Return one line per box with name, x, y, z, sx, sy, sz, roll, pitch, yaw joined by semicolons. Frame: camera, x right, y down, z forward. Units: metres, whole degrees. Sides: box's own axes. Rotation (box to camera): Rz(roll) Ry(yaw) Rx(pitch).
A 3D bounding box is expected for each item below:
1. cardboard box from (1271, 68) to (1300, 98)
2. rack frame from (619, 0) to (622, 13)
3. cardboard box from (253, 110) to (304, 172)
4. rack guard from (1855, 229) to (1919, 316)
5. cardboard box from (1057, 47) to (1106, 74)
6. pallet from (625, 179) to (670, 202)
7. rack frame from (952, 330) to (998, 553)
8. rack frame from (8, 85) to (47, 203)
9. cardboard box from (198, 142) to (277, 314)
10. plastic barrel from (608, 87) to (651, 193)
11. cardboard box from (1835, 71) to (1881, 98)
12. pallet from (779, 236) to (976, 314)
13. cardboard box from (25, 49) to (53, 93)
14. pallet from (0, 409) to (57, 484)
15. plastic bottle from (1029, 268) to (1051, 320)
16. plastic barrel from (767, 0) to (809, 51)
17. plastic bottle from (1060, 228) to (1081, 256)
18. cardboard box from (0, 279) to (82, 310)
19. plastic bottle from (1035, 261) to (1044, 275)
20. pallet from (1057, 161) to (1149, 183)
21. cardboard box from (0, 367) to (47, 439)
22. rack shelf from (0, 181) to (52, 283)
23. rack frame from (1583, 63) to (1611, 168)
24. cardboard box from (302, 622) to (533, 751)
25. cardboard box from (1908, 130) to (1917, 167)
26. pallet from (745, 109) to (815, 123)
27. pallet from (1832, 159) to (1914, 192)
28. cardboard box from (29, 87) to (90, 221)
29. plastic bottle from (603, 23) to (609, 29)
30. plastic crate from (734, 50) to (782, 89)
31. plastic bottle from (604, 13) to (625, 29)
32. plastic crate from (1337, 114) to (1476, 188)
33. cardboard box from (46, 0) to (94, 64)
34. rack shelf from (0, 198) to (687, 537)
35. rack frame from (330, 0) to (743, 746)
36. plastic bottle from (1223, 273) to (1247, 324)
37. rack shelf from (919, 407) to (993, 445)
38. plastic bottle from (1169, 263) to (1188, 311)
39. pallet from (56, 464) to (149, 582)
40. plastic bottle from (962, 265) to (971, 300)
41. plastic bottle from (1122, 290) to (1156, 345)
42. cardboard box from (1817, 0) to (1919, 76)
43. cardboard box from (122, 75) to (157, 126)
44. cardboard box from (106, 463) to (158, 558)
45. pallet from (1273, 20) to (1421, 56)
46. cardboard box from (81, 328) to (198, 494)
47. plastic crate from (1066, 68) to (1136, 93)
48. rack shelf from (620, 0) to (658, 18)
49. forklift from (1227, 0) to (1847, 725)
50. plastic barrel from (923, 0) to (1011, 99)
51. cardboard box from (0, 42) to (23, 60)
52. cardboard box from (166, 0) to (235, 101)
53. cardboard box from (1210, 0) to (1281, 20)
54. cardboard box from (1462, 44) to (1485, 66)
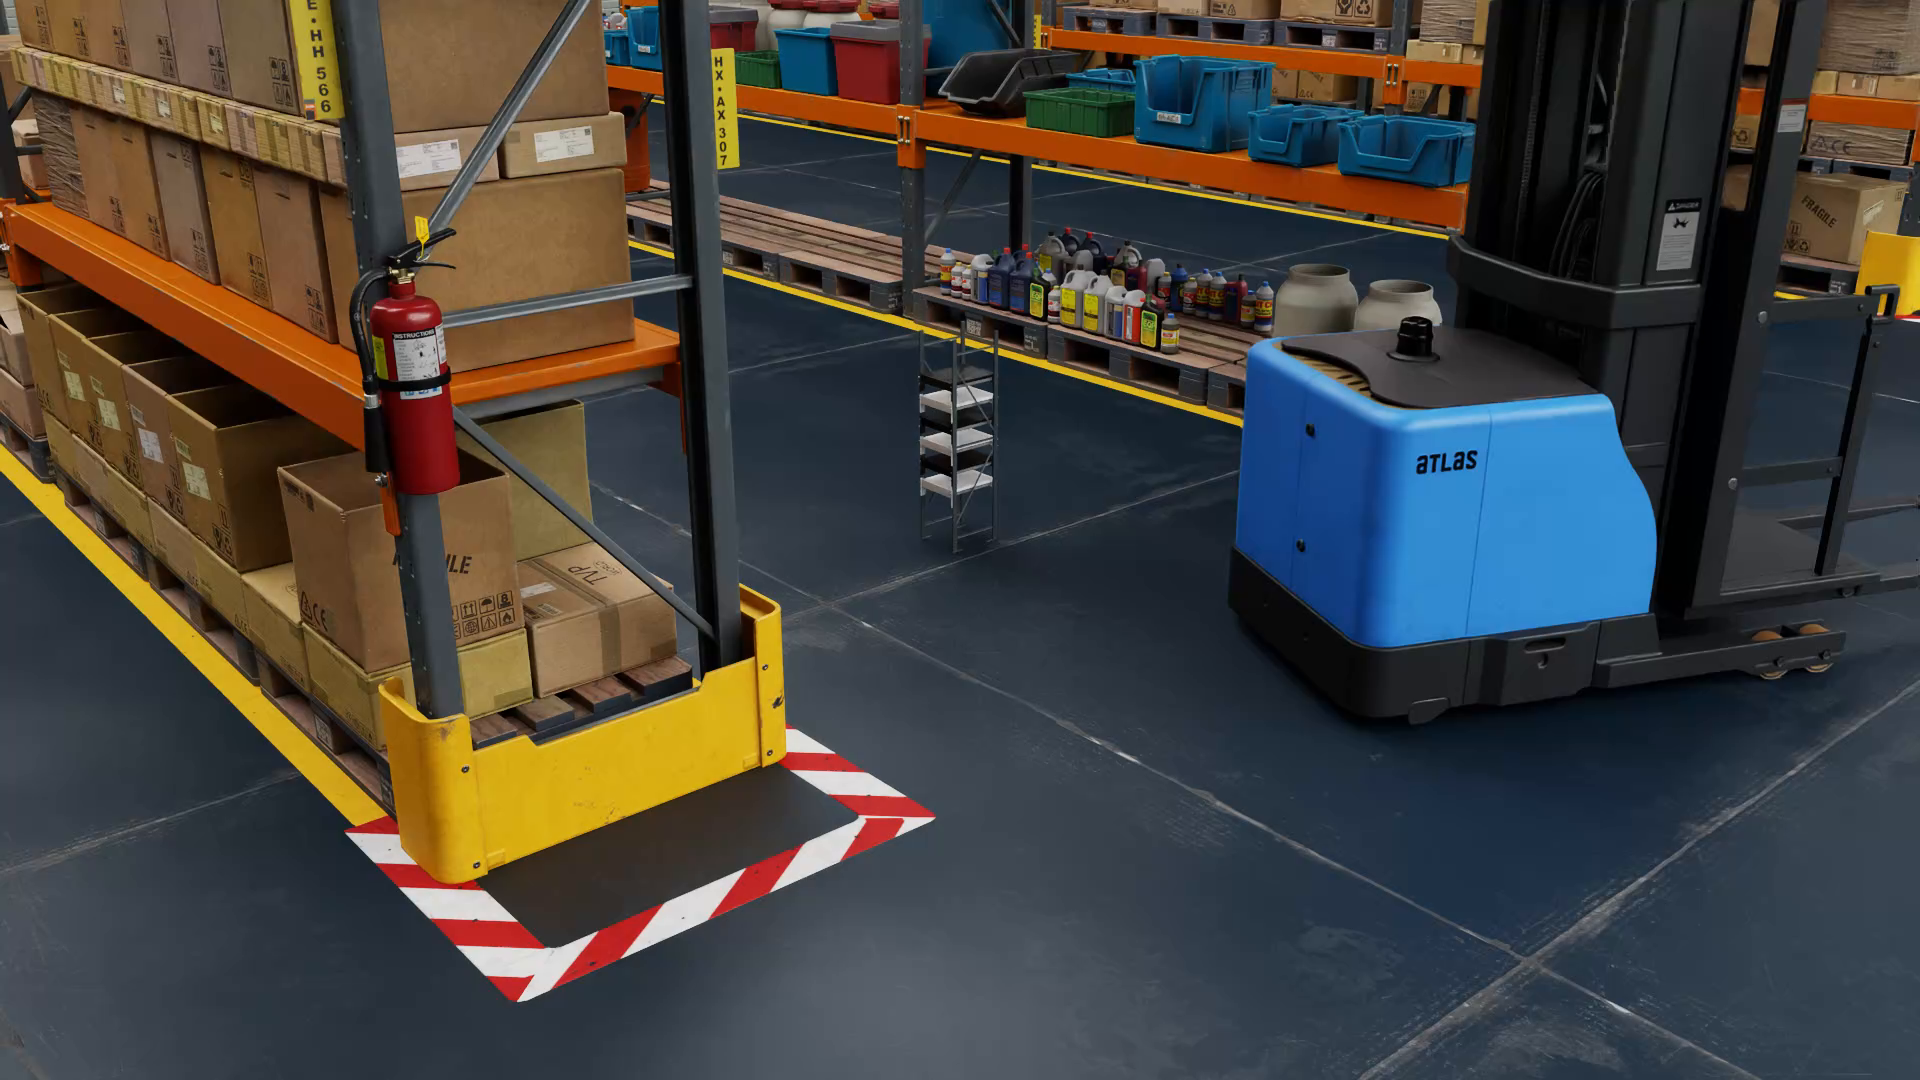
cardboard box;4.053;-5.650;20.147;0.500;0.500;0.500;-16;27;-35
rack frame;-4.029;-7.411;21.794;1.000;3.000;0.127;-17;27;-37
cardboard box;-1.825;-1.185;4.870;0.380;0.149;0.250;-18;28;-38
rack guard;6.366;-1.848;11.017;1.175;0.500;0.348;-17;27;-37
cardboard box;0.759;-4.603;16.961;1.225;0.875;0.875;-19;28;-40
pallet;-3.105;-2.932;14.179;1.003;0.211;1.213;-17;27;-37
rack frame;0.061;-0.393;6.754;0.240;0.900;0.006;-17;27;-37
rack frame;-3.705;-1.738;7.309;0.949;2.616;0.053;-17;27;-37
cardboard box;-2.053;-1.095;5.529;0.700;0.500;0.500;-17;27;-37
plastic barrel;-2.891;-3.338;13.794;0.600;0.830;0.708;-17;27;-37
cardboard box;5.910;-2.973;10.805;0.380;0.149;0.250;-17;27;-37
pallet;-0.490;-1.826;11.357;1.003;0.211;1.213;-17;27;-37
cardboard box;-3.510;-1.898;6.690;0.380;0.149;0.250;-17;27;-37
pallet;-4.213;-0.635;8.315;1.003;0.211;1.213;-17;27;-37
plastic bottle;0.464;-1.428;9.637;0.061;0.283;0.133;-16;26;-35
plastic barrel;-1.168;-3.619;11.925;0.433;0.535;0.433;0;21;0
plastic bottle;0.691;-1.779;10.442;0.144;0.351;0.185;-18;28;-39
cardboard box;-4.529;-1.101;8.108;0.500;0.311;0.500;-17;27;-36
plastic bottle;0.451;-1.518;9.885;0.097;0.271;0.097;0;21;0
pallet;1.702;-3.687;16.107;1.003;0.211;1.213;-17;27;-37
cardboard box;-4.193;-0.700;7.852;0.500;0.250;0.500;-18;28;-38
rack shelf;-5.008;-1.956;8.853;1.077;0.370;4.000;-17;27;-37
rack frame;2.666;-1.813;7.499;0.949;2.616;0.053;-17;27;-37
cardboard box;-1.666;0.373;5.113;0.500;0.250;0.500;-17;27;-37
cardboard box;9.170;-3.764;14.819;0.875;0.875;0.875;-18;28;-38
pallet;-1.855;-5.237;20.065;1.003;0.211;1.213;-17;27;-37
pallet;8.865;-3.385;15.336;1.003;0.211;1.213;-17;27;-37
cardboard box;-3.409;-1.664;6.983;0.700;0.500;0.500;-18;28;-39
plastic bottle;-2.981;-4.219;13.915;0.097;0.201;0.097;0;21;0
plastic crate;-1.299;-3.232;11.414;0.450;0.188;0.662;-17;27;-37
plastic bottle;-2.899;-4.289;13.991;0.152;0.276;0.135;-17;27;-37
plastic crate;2.110;-1.810;7.695;0.499;0.251;0.616;-17;27;-37
cardboard box;-3.078;-2.129;6.391;0.700;0.500;0.500;-18;27;-38
rack shelf;-2.397;-0.851;6.031;1.077;0.370;4.000;-17;27;-37
rack frame;-1.092;-0.634;4.489;1.000;3.000;0.127;-17;27;-37
plastic bottle;1.582;-1.394;9.551;0.061;0.283;0.133;-17;27;-37
rack shelf;-0.005;-0.474;6.805;0.258;0.077;0.200;-17;27;-37
plastic bottle;1.294;-1.500;9.838;0.097;0.271;0.097;0;21;0
pallet;-3.216;-0.211;7.233;1.003;0.211;1.213;-17;27;-37
plastic bottle;0.061;-1.570;10.114;0.097;0.201;0.097;0;21;0
plastic bottle;0.988;-1.228;9.137;0.152;0.276;0.135;-17;27;-37
cardboard box;6.077;-3.334;10.840;0.875;0.500;0.500;-17;27;-37
cardboard box;-2.660;-1.540;5.776;0.380;0.149;0.250;-18;28;-38
cardboard box;-2.985;-0.175;6.512;0.500;0.250;0.500;-17;27;-37
pallet;3.416;-4.253;13.991;1.003;0.211;1.213;-17;27;-37
cardboard box;-2.985;-0.524;6.376;0.500;0.500;0.500;-17;27;-37
plastic crate;0.980;-2.607;9.730;0.499;0.251;0.616;-17;27;-37
rack shelf;-2.723;-6.524;20.514;1.077;0.370;4.000;-17;27;-37
forklift;2.569;-1.059;5.669;3.031;2.935;1.130;-6;22;-16
plastic barrel;0.029;-3.329;10.684;0.600;0.901;0.708;-17;27;-37
cardboard box;-4.863;-2.285;8.569;0.500;0.500;0.500;-17;27;-37
cardboard box;-2.099;-1.714;5.331;0.700;0.500;0.500;-17;27;-37
cardboard box;2.603;-4.797;14.400;0.797;0.503;0.637;-14;26;-32
cardboard box;4.054;-3.713;12.696;0.380;0.149;0.250;-17;27;-37
